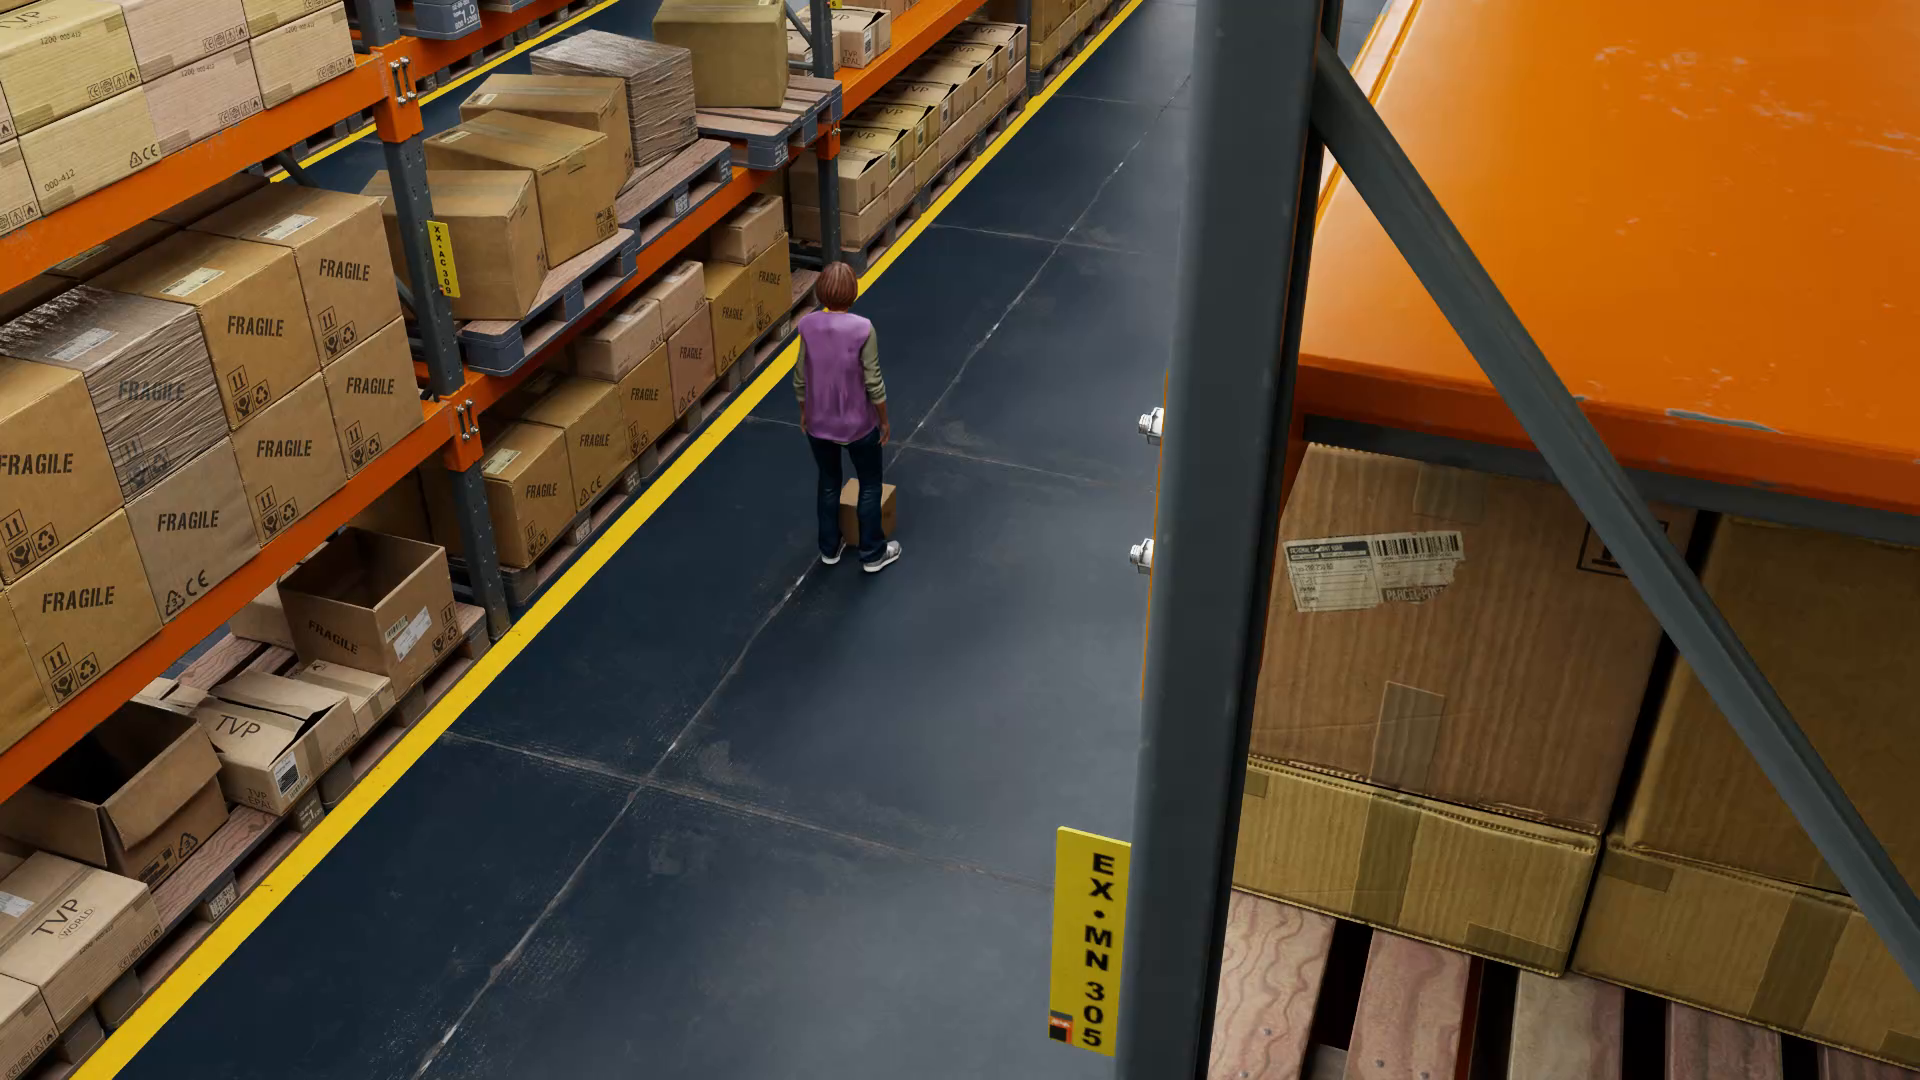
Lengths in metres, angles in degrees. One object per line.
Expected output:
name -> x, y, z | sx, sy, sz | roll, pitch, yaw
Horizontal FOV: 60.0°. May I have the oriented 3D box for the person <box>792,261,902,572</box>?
person -> -0.559, -0.560, 8.001 | 0.475, 1.580, 0.346 | 9, 35, 14
